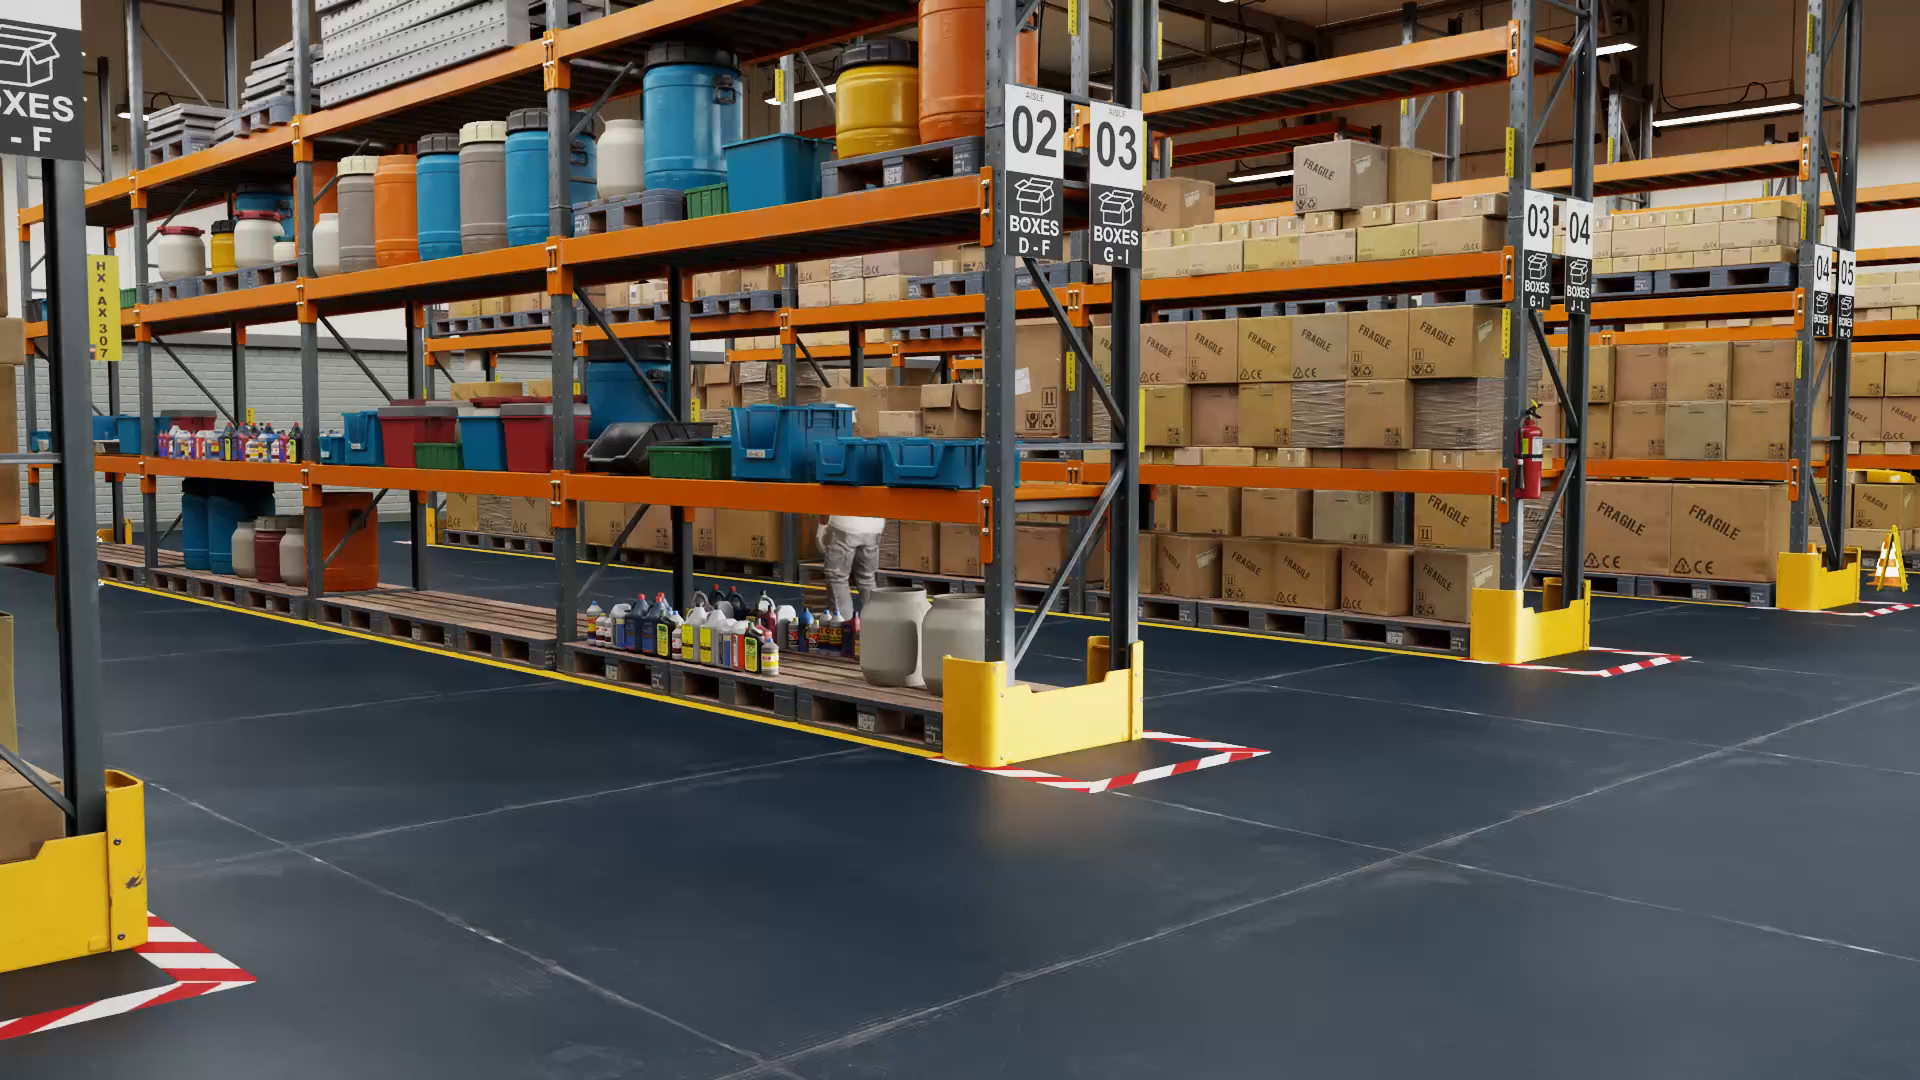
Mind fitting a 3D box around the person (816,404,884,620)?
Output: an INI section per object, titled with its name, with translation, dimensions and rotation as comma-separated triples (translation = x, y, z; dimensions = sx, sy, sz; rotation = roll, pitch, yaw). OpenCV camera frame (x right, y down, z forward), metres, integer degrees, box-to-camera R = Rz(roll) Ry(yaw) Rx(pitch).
[person]
translation = -0.787, -0.084, 11.892
dimensions = 0.451, 1.772, 0.618
rotation = 4, 5, 43
